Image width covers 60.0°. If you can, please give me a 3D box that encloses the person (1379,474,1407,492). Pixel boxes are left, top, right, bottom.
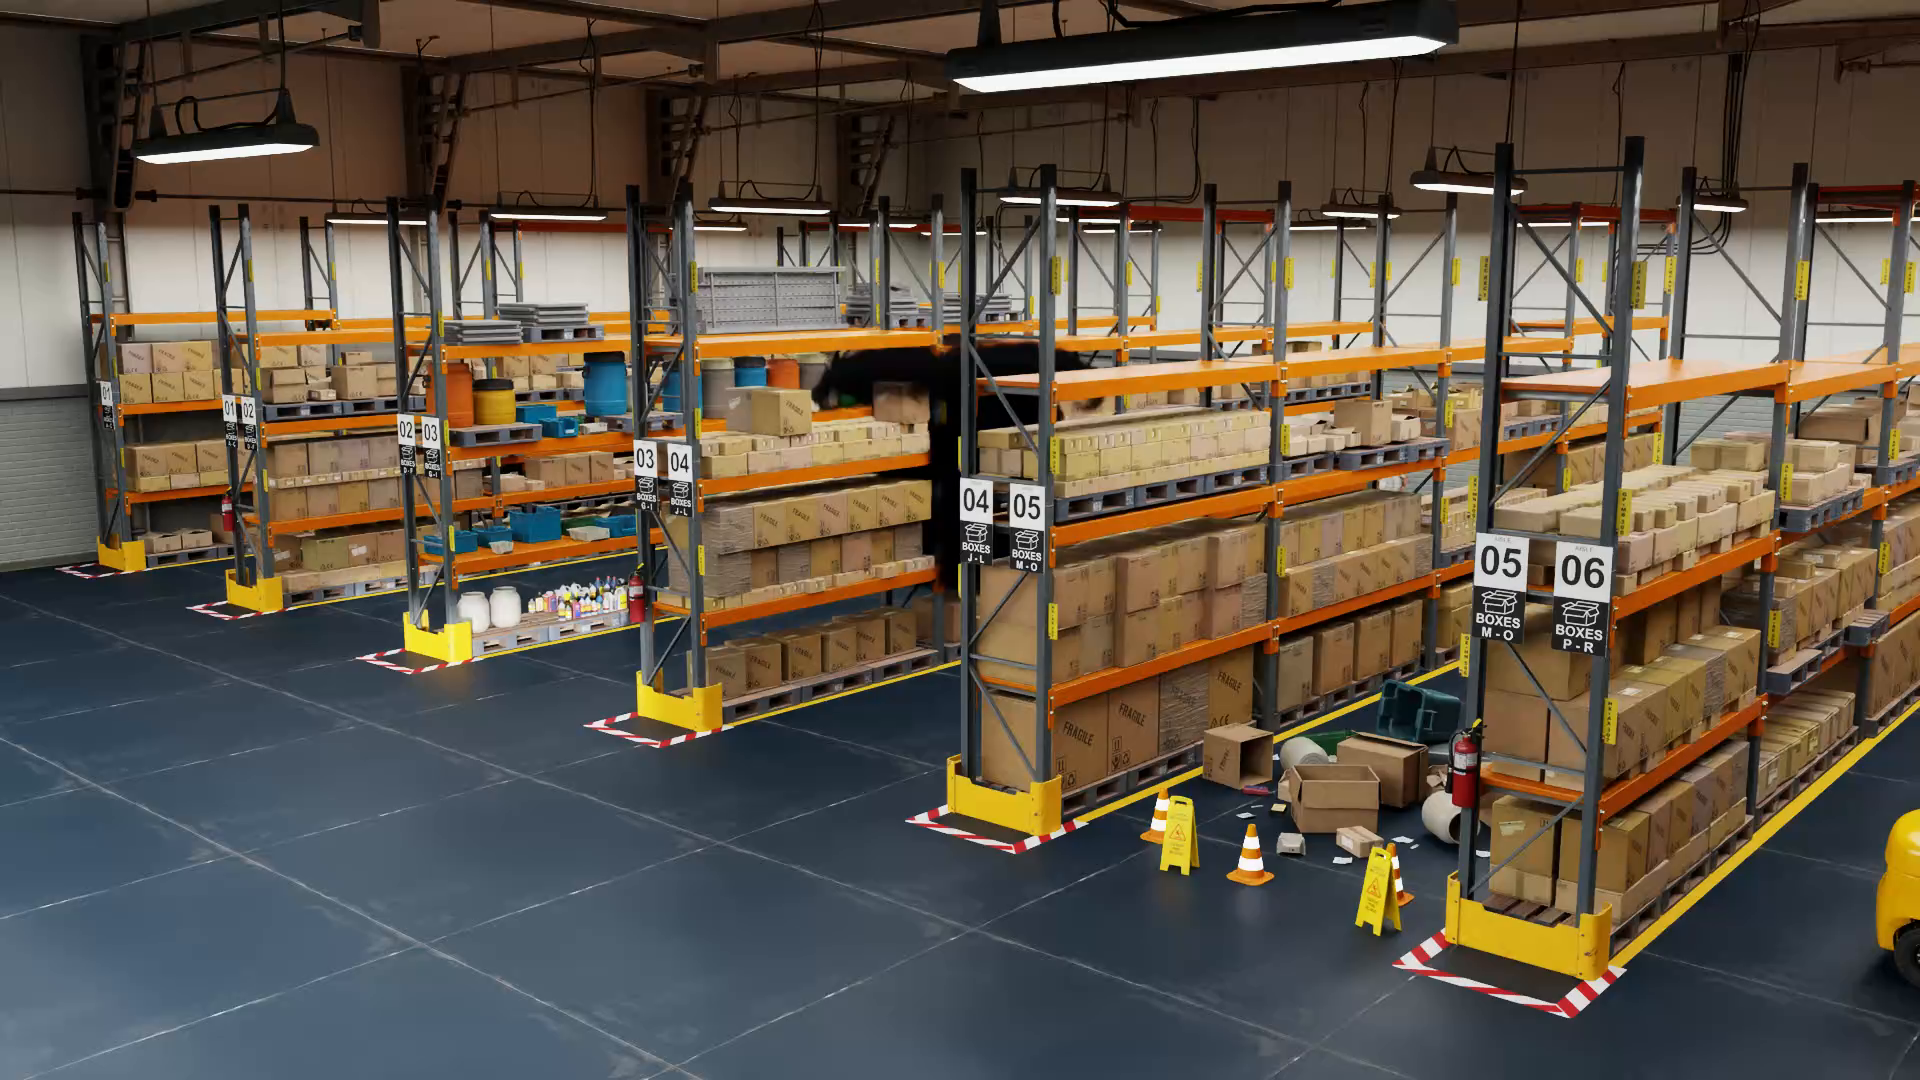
[{"bbox_3d":[8.215,-0.896,31.754,0.657,1.617,0.514,-1,9,-4],"label":"person"}]
